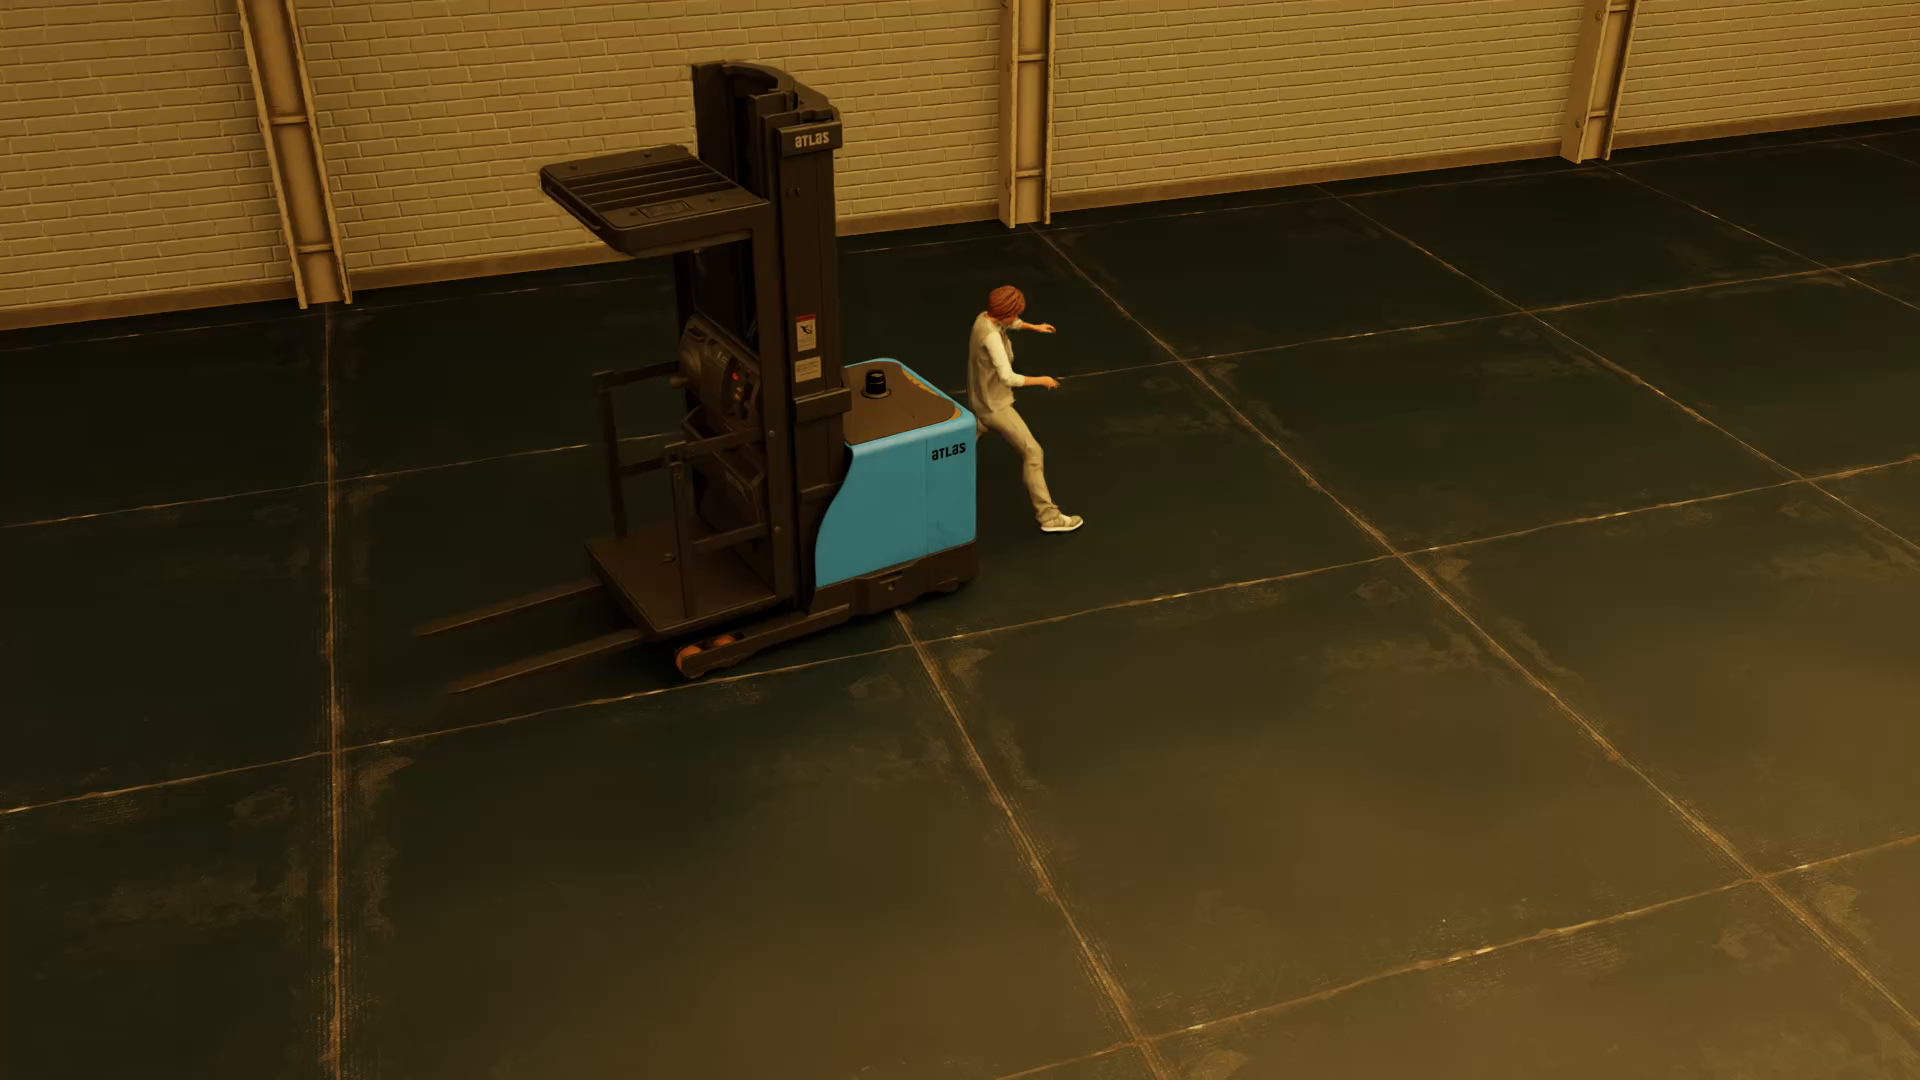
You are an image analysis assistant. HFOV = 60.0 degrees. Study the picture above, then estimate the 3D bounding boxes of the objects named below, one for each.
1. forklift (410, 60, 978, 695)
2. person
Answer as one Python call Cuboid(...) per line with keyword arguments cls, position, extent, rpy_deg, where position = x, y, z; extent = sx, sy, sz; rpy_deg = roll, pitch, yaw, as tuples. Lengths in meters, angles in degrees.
Cuboid(cls="forklift", position=(-1.424, -0.844, 8.554), extent=(3.031, 2.935, 1.130), rpy_deg=(-17, 34, -27))
Cuboid(cls="person", position=(0.331, -0.915, 10.210), extent=(0.761, 1.400, 1.128), rpy_deg=(-2, 30, -4))
